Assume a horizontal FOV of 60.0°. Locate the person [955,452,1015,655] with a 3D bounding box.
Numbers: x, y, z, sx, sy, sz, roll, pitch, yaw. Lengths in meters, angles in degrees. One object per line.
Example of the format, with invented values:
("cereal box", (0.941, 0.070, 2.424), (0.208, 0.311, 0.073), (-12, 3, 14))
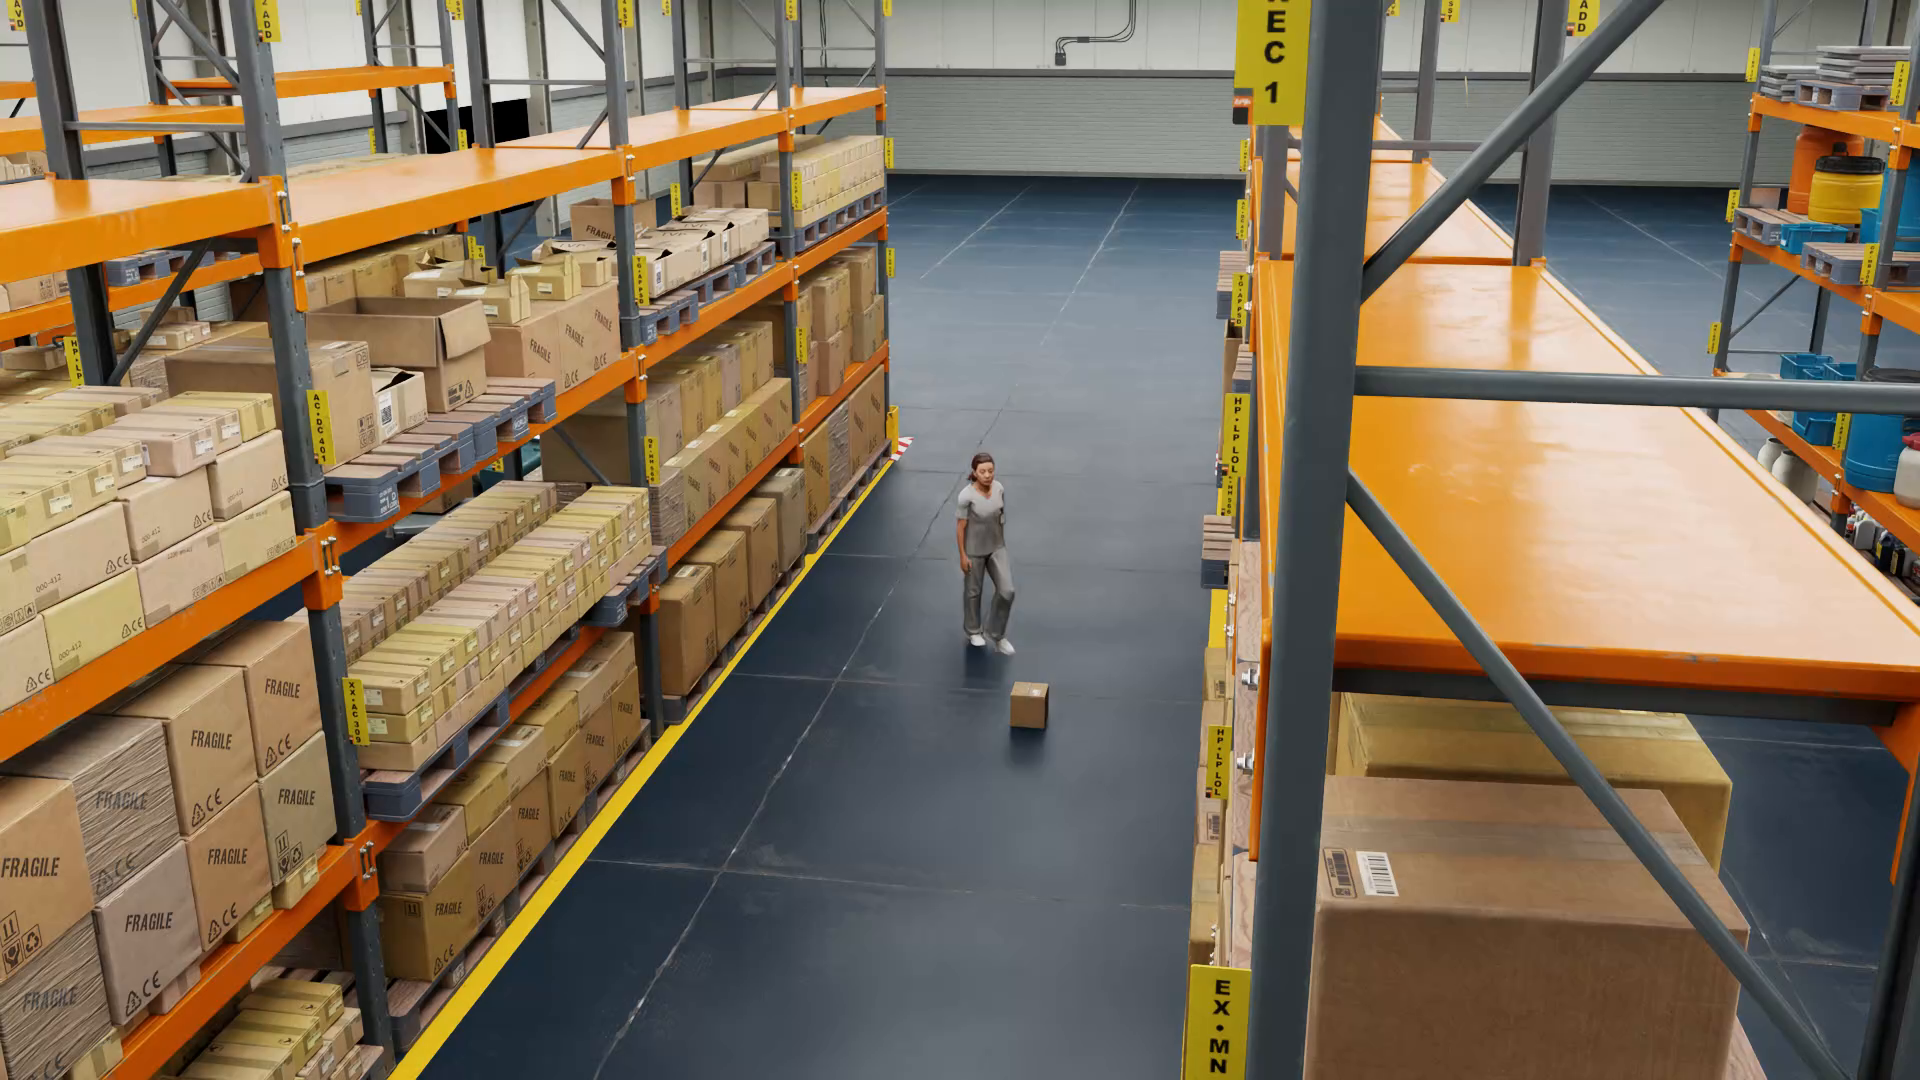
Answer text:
("person", (0.162, 0.095, 13.205), (0.472, 1.676, 0.537), (-8, 19, -22))
